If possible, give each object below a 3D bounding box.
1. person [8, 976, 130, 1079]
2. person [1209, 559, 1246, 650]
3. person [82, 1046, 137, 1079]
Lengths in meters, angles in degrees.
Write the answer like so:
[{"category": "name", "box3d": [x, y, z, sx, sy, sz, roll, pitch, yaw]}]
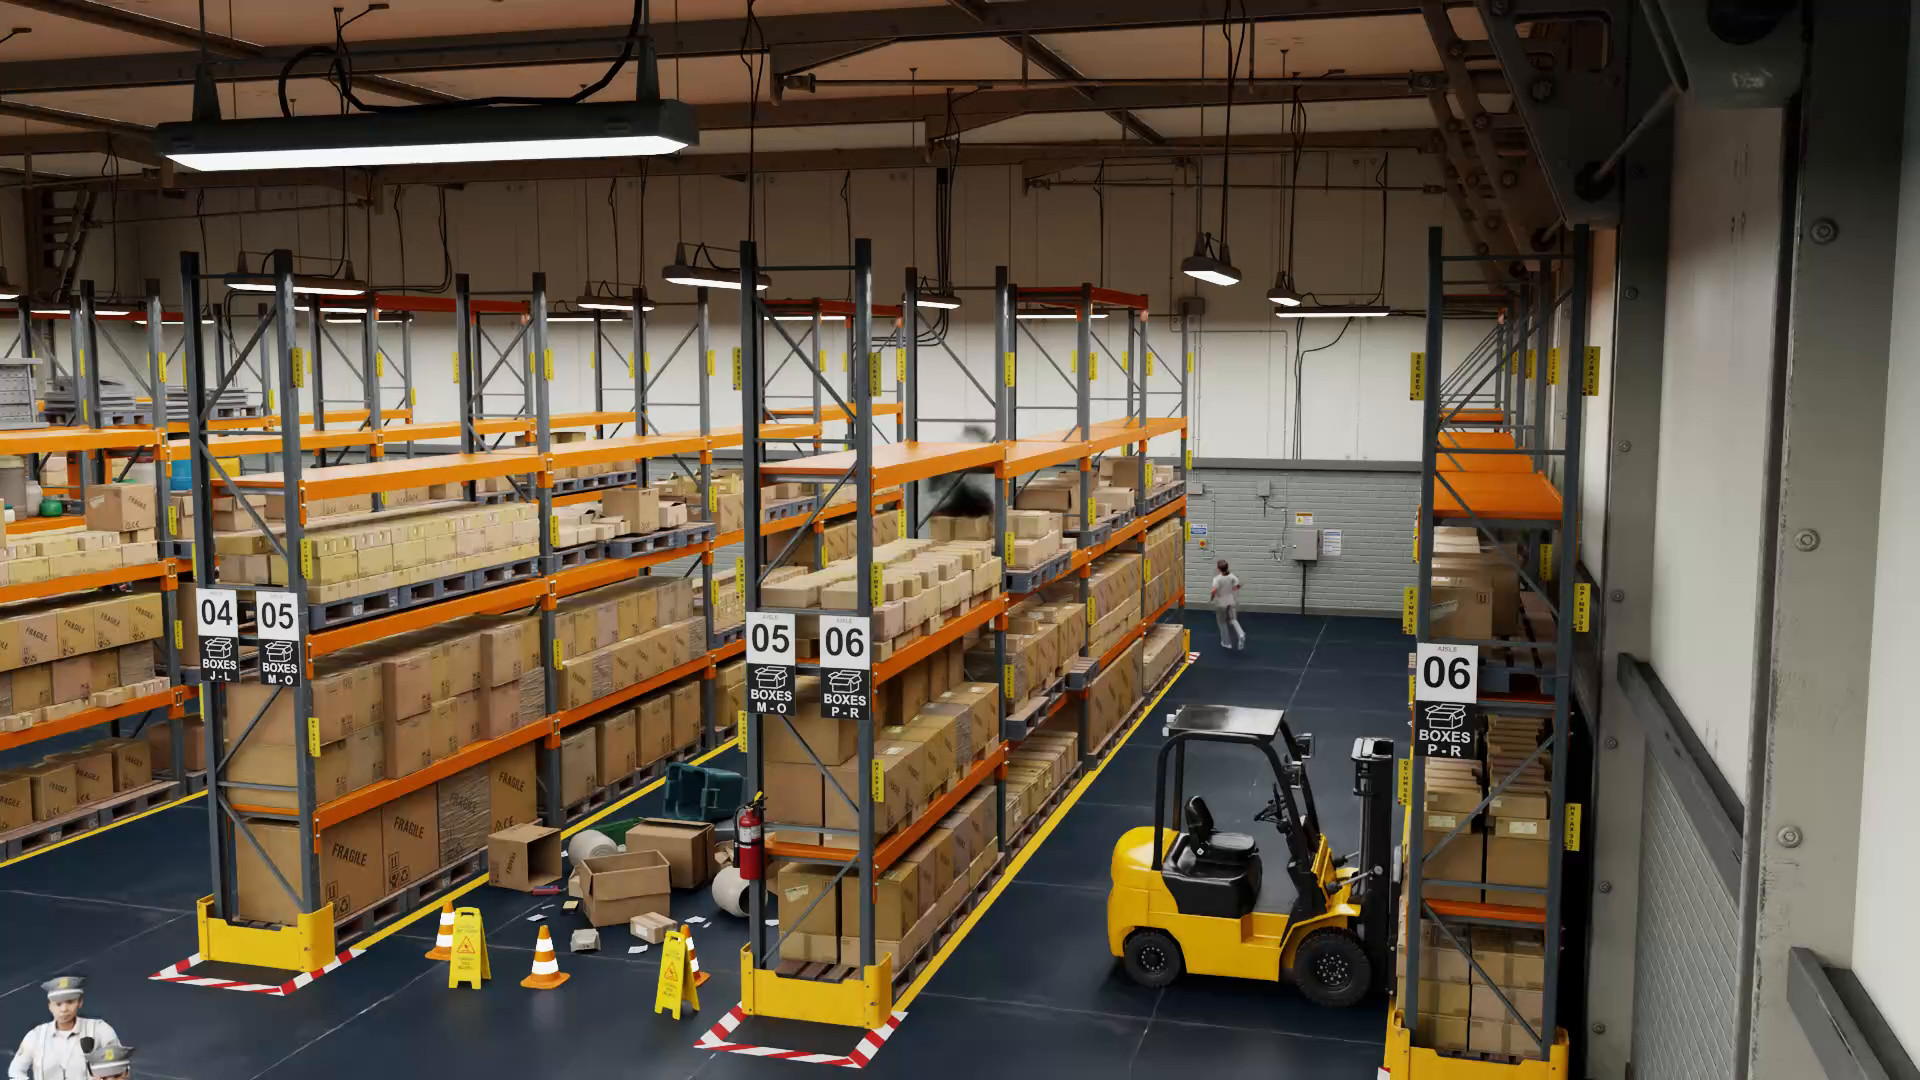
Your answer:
[{"category": "person", "box3d": [-5.034, 3.279, 9.474, 0.571, 1.665, 0.792, -3, 7, -24]}, {"category": "person", "box3d": [4.564, 1.123, 28.905, 0.621, 1.614, 0.836, -2, 7, -15]}, {"category": "person", "box3d": [-4.302, 3.359, 8.511, 0.612, 1.677, 0.919, -3, 7, -26]}]
